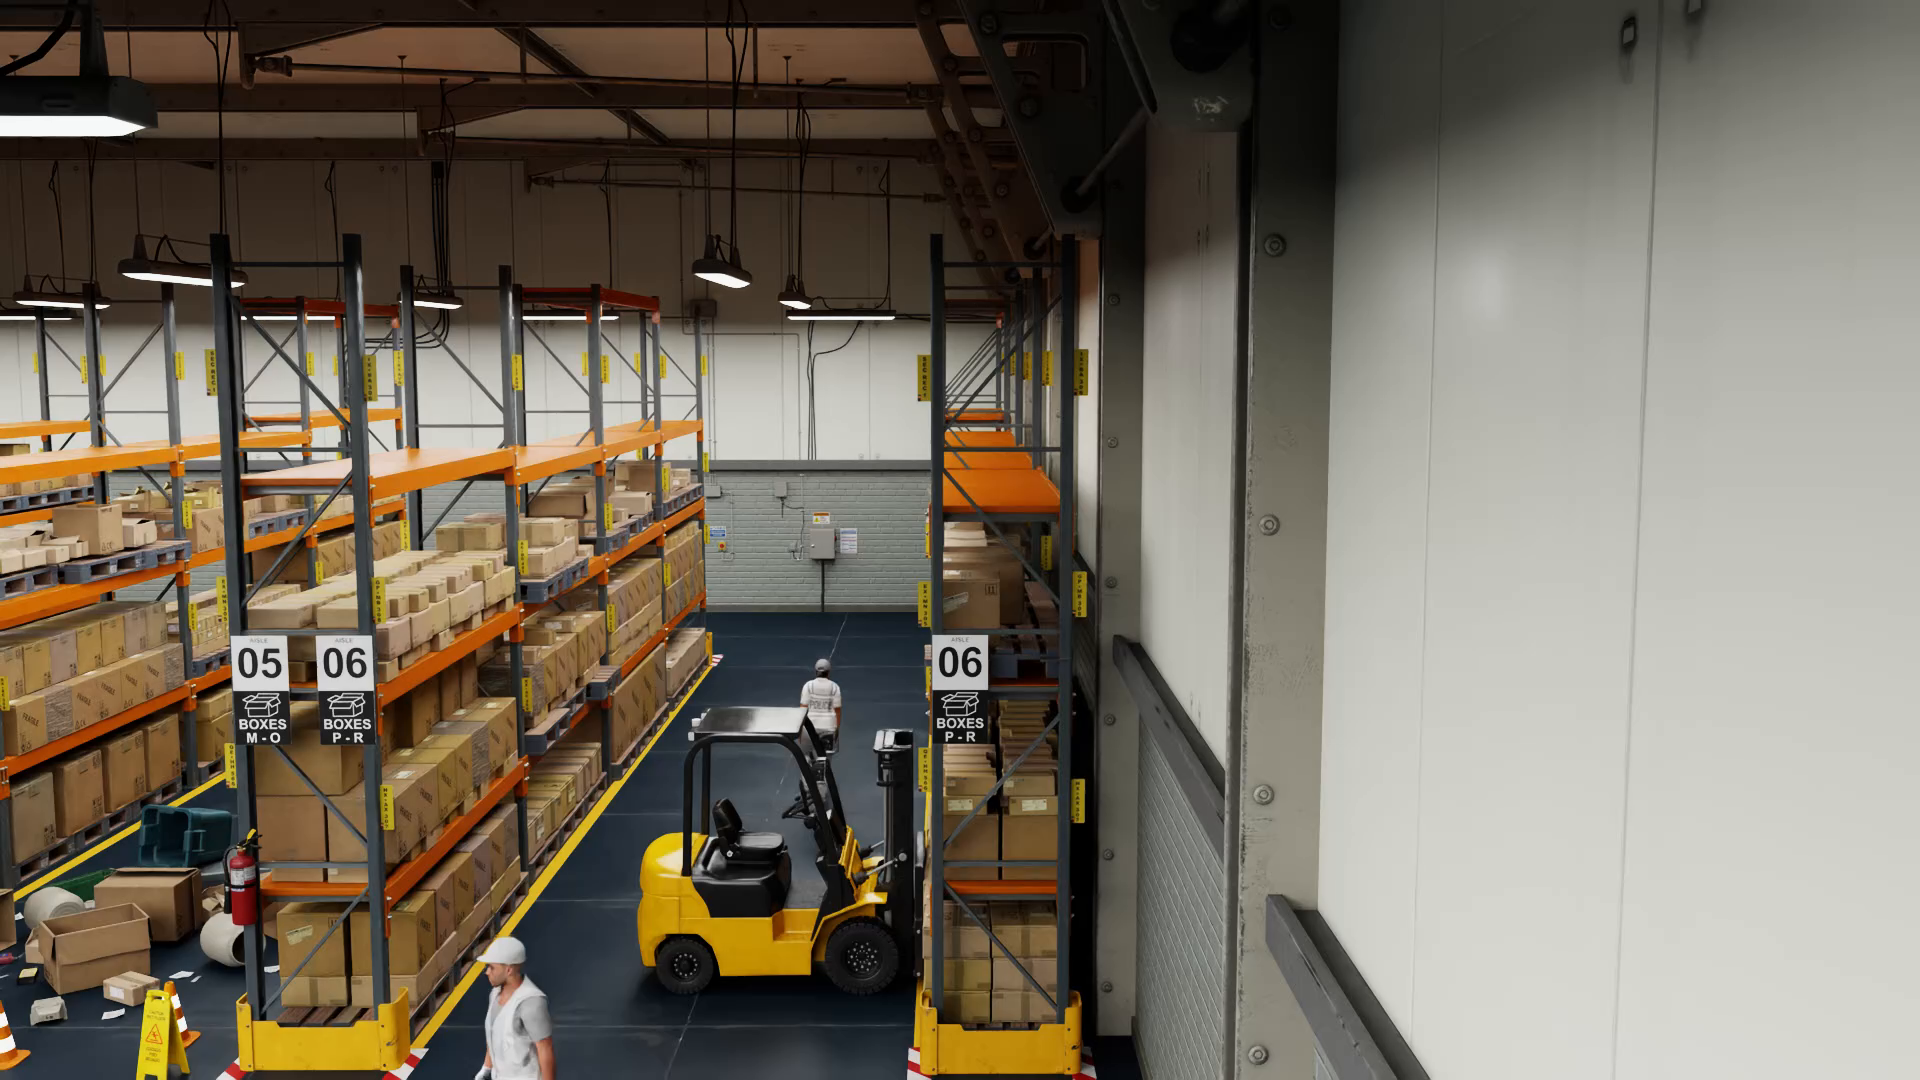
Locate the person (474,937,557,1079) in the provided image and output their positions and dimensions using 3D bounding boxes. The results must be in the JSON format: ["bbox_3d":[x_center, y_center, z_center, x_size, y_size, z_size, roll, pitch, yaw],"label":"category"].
[{"bbox_3d":[-2.641,3.222,9.701,0.622,1.804,0.631,-4,8,-35],"label":"person"}]

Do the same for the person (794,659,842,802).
[{"bbox_3d":[-1.651,2.209,19.292,0.561,1.665,0.435,-1,6,-5],"label":"person"}]
